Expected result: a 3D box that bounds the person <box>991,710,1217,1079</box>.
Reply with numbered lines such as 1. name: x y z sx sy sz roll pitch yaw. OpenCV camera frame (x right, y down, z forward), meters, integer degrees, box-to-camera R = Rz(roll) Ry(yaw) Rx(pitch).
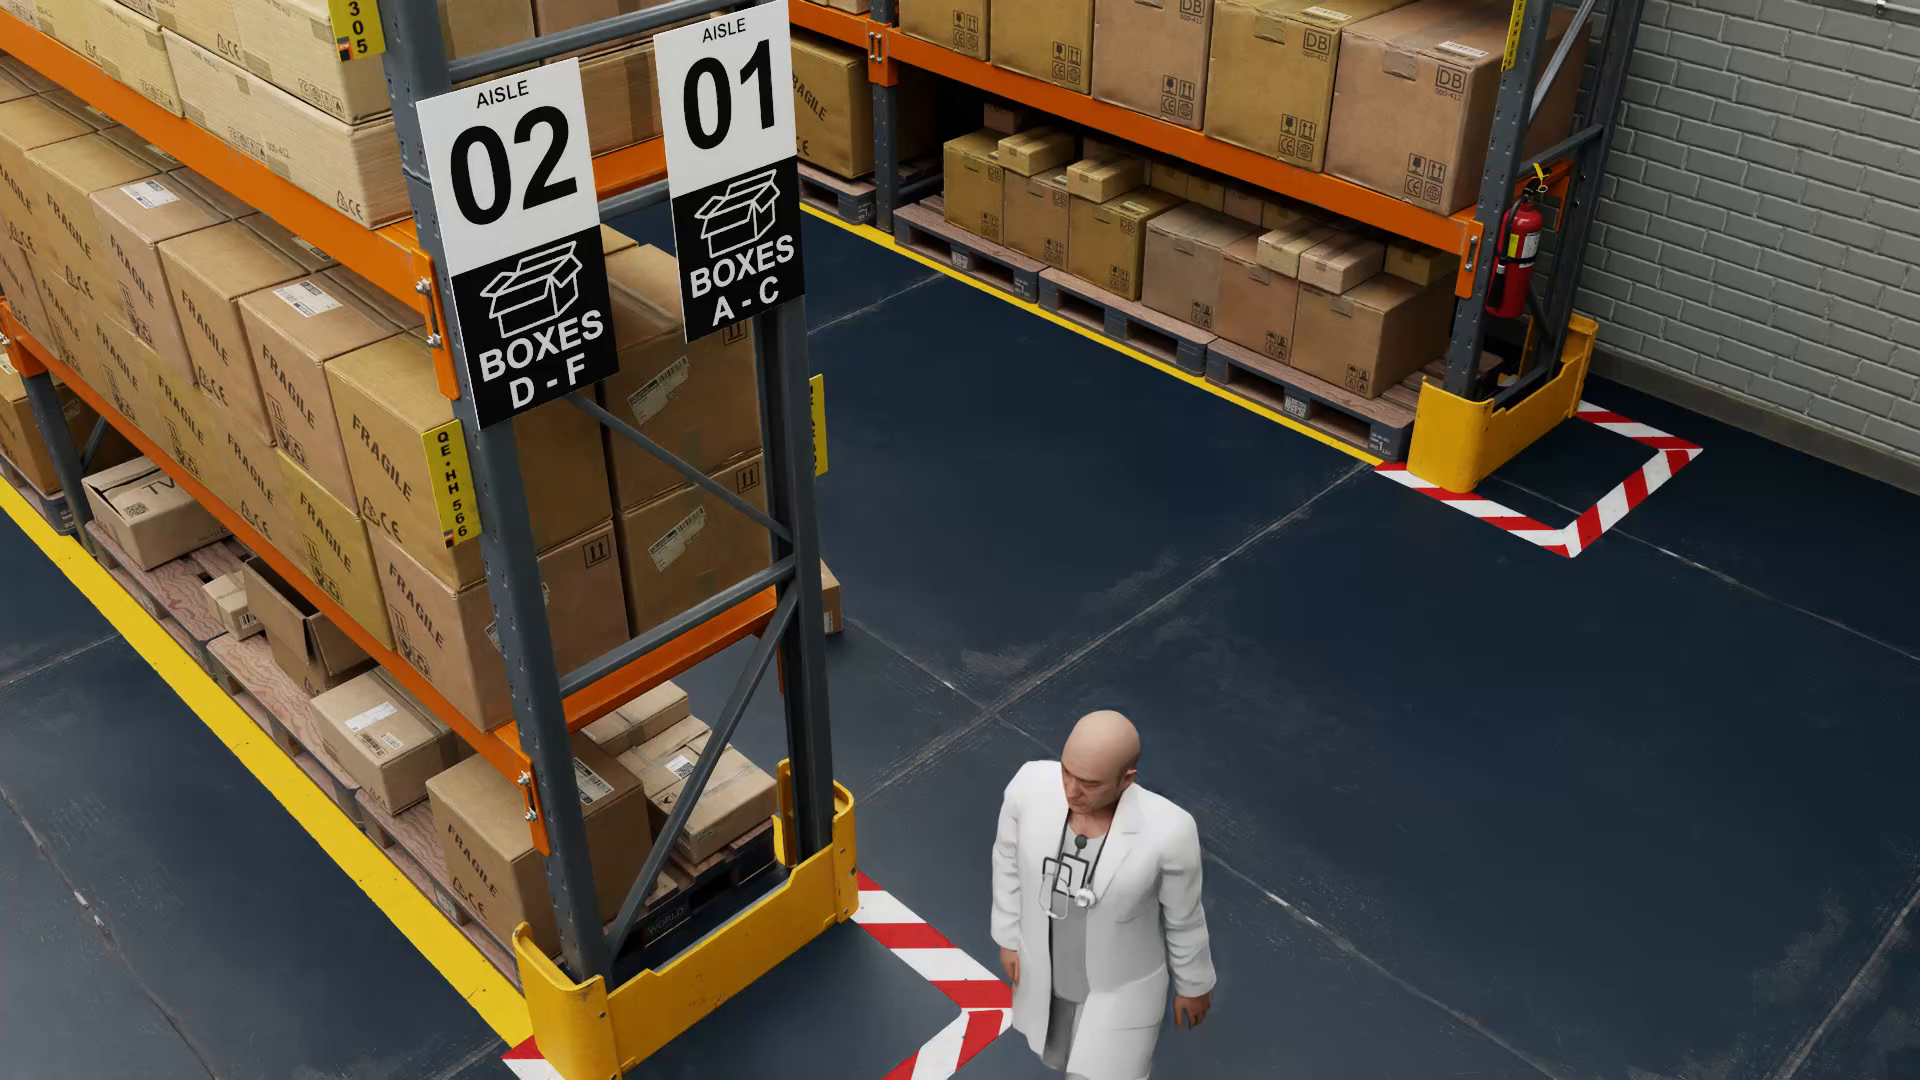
1. person: 0.391 1.117 4.550 0.635 1.745 0.905 17 38 23
